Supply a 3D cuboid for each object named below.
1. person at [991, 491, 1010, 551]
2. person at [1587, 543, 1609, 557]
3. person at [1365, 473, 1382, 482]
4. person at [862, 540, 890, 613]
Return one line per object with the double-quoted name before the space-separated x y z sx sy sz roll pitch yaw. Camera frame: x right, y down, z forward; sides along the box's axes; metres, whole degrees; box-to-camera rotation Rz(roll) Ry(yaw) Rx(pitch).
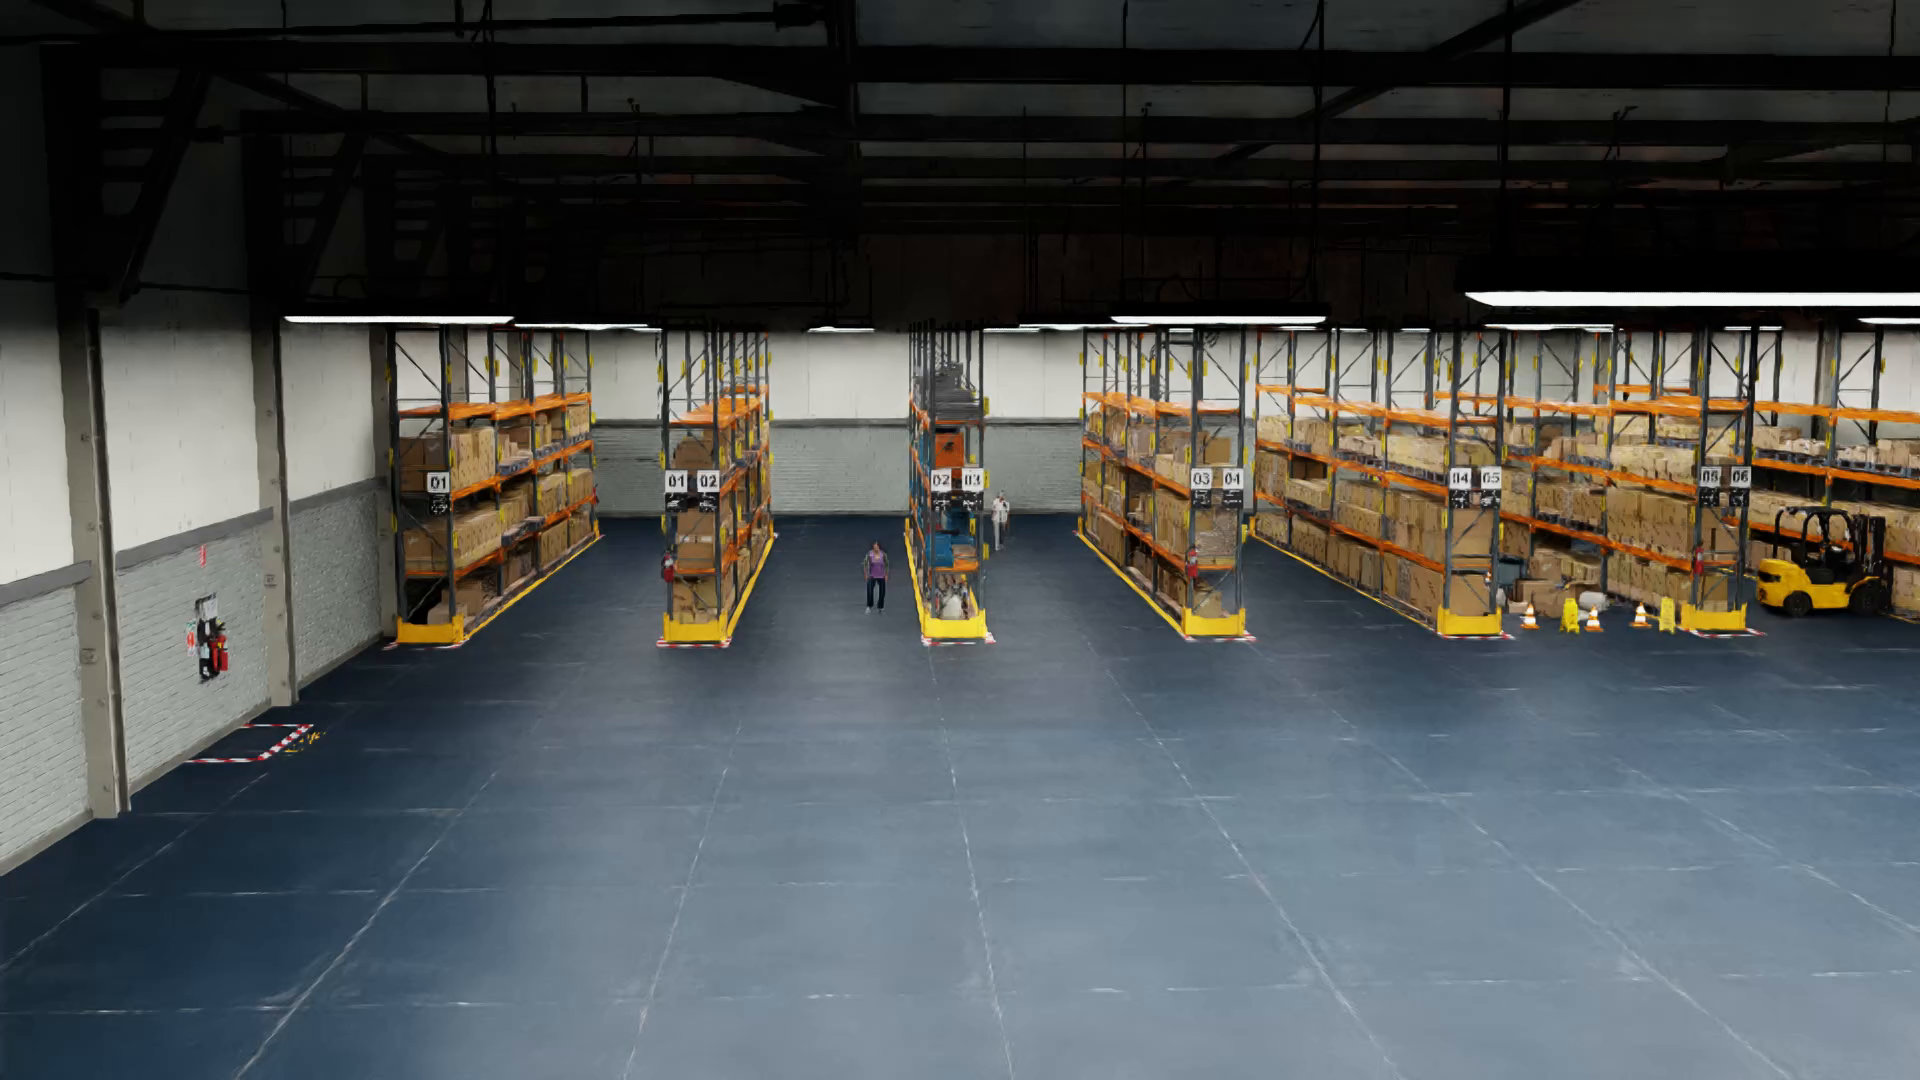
"person" 1.087 -0.526 44.155 0.481 1.583 1.083 -1 7 -5
"person" 16.513 -0.331 42.976 0.532 1.483 0.528 3 8 24
"person" 13.076 -1.623 52.451 0.607 1.743 0.574 4 8 32
"person" -1.720 0.754 34.145 0.566 1.541 0.519 -1 7 -5
